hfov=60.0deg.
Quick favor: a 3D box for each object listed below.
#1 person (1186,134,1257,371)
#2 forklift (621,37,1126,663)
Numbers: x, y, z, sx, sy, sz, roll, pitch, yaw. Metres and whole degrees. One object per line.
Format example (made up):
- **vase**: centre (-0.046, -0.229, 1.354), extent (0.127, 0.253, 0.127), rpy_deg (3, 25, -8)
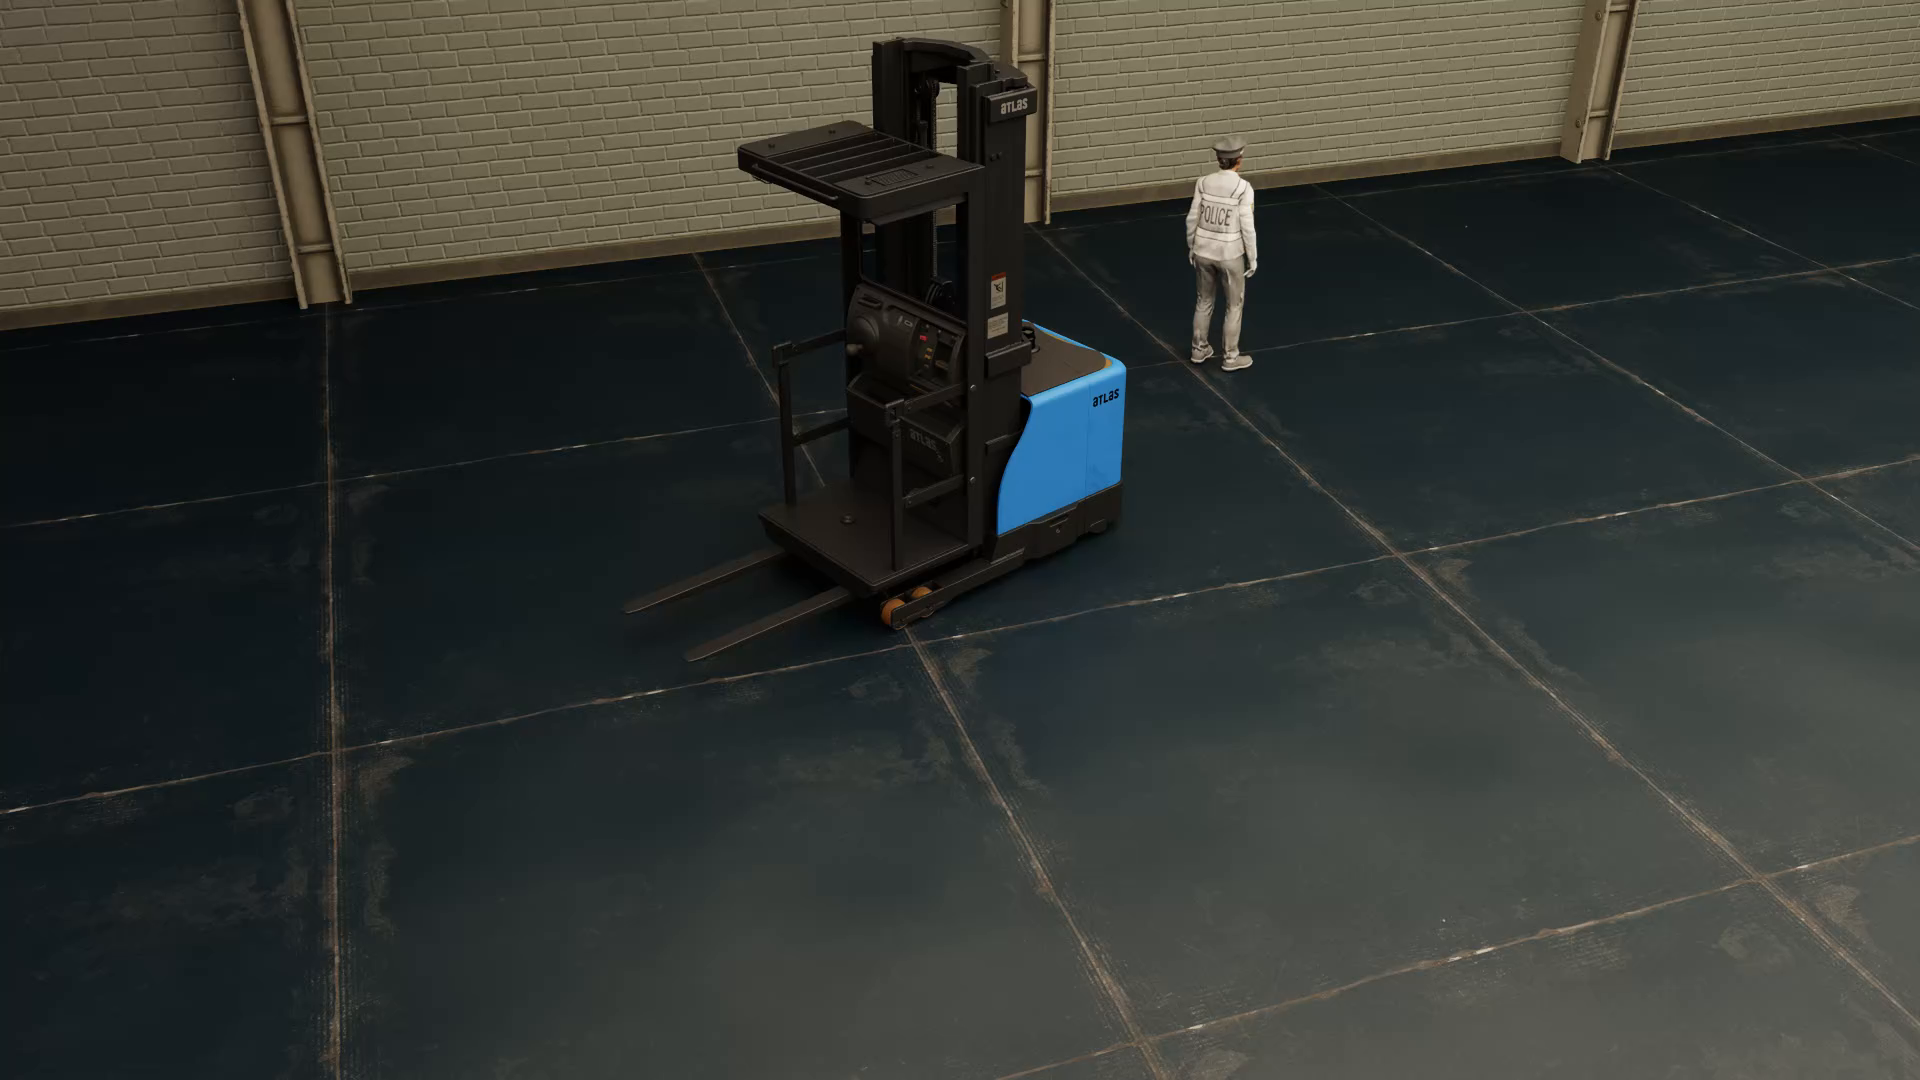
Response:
- **person**: centre (1.867, -2.040, 11.904), extent (0.544, 1.666, 0.371), rpy_deg (19, 35, 30)
- **forklift**: centre (-0.461, -1.072, 8.951), extent (3.031, 2.935, 1.130), rpy_deg (-23, 37, -34)
